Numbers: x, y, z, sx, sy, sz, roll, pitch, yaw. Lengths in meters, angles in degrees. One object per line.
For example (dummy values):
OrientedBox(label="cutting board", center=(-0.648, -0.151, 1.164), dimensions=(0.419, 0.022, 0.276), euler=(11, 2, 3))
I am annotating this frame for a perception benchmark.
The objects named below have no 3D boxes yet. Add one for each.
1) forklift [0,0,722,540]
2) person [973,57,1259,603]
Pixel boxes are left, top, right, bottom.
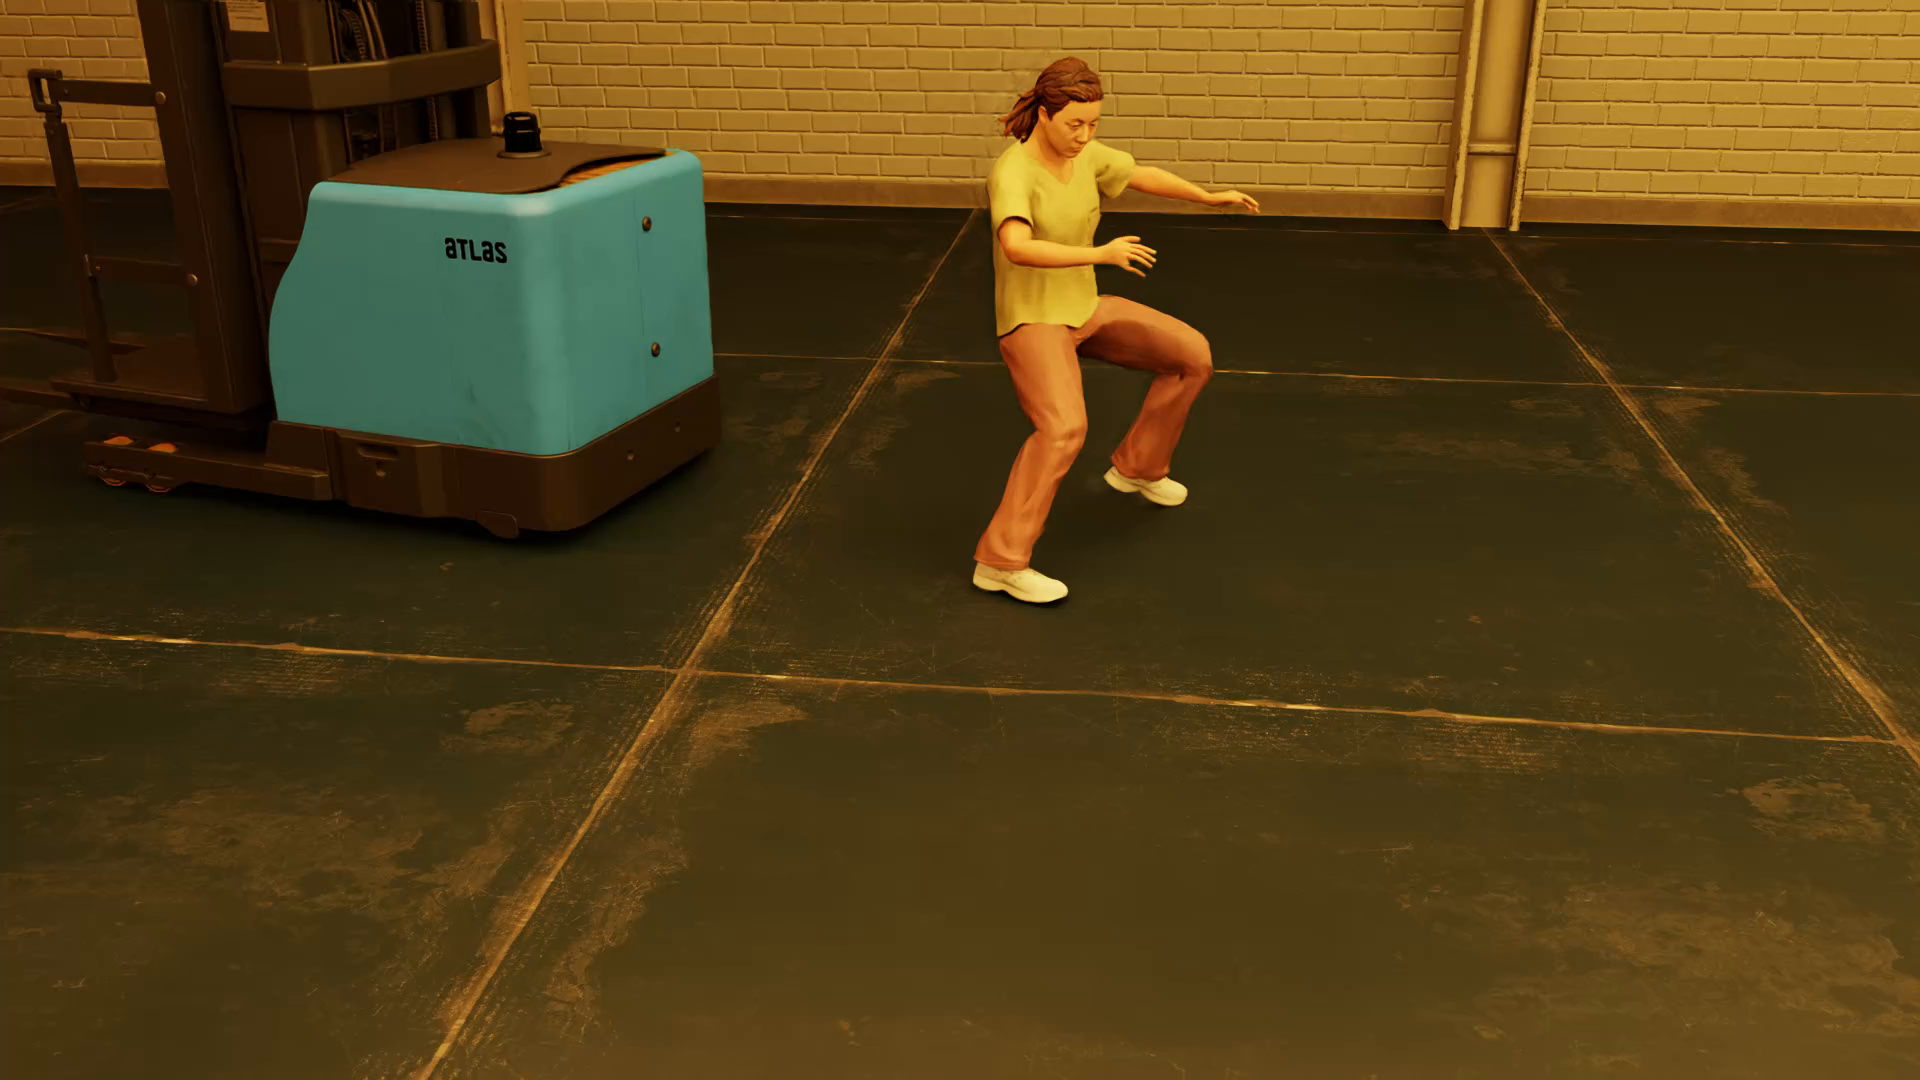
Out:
OrientedBox(label="forklift", center=(-2.411, -1.690, 5.450), dimensions=(3.031, 2.935, 1.130), euler=(8, 23, 19))
OrientedBox(label="person", center=(0.397, -0.658, 4.866), dimensions=(0.995, 1.453, 0.655), euler=(-20, 29, -40))
